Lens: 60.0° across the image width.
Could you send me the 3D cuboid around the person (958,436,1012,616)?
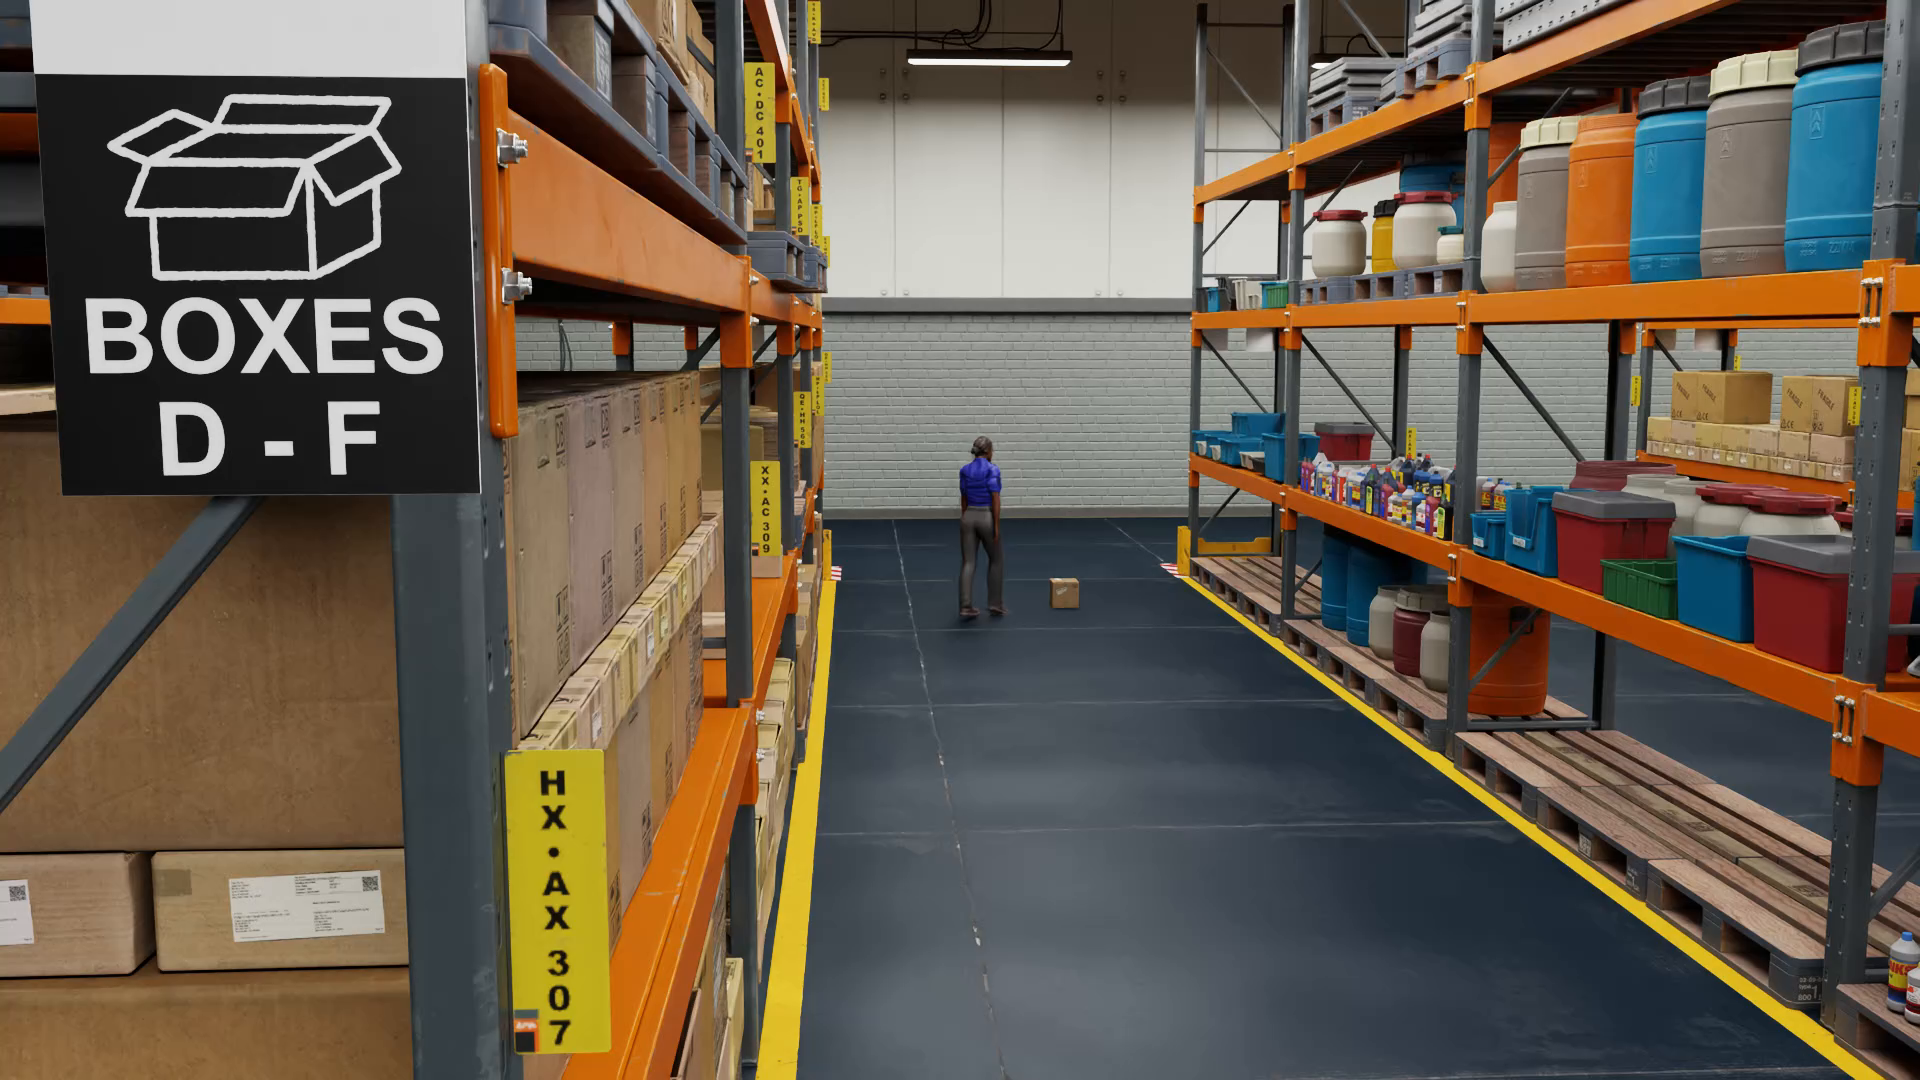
[{"bbox_3d":[0.189,-0.098,15.245,0.454,1.703,0.653,3,8,24],"label":"person"}]
